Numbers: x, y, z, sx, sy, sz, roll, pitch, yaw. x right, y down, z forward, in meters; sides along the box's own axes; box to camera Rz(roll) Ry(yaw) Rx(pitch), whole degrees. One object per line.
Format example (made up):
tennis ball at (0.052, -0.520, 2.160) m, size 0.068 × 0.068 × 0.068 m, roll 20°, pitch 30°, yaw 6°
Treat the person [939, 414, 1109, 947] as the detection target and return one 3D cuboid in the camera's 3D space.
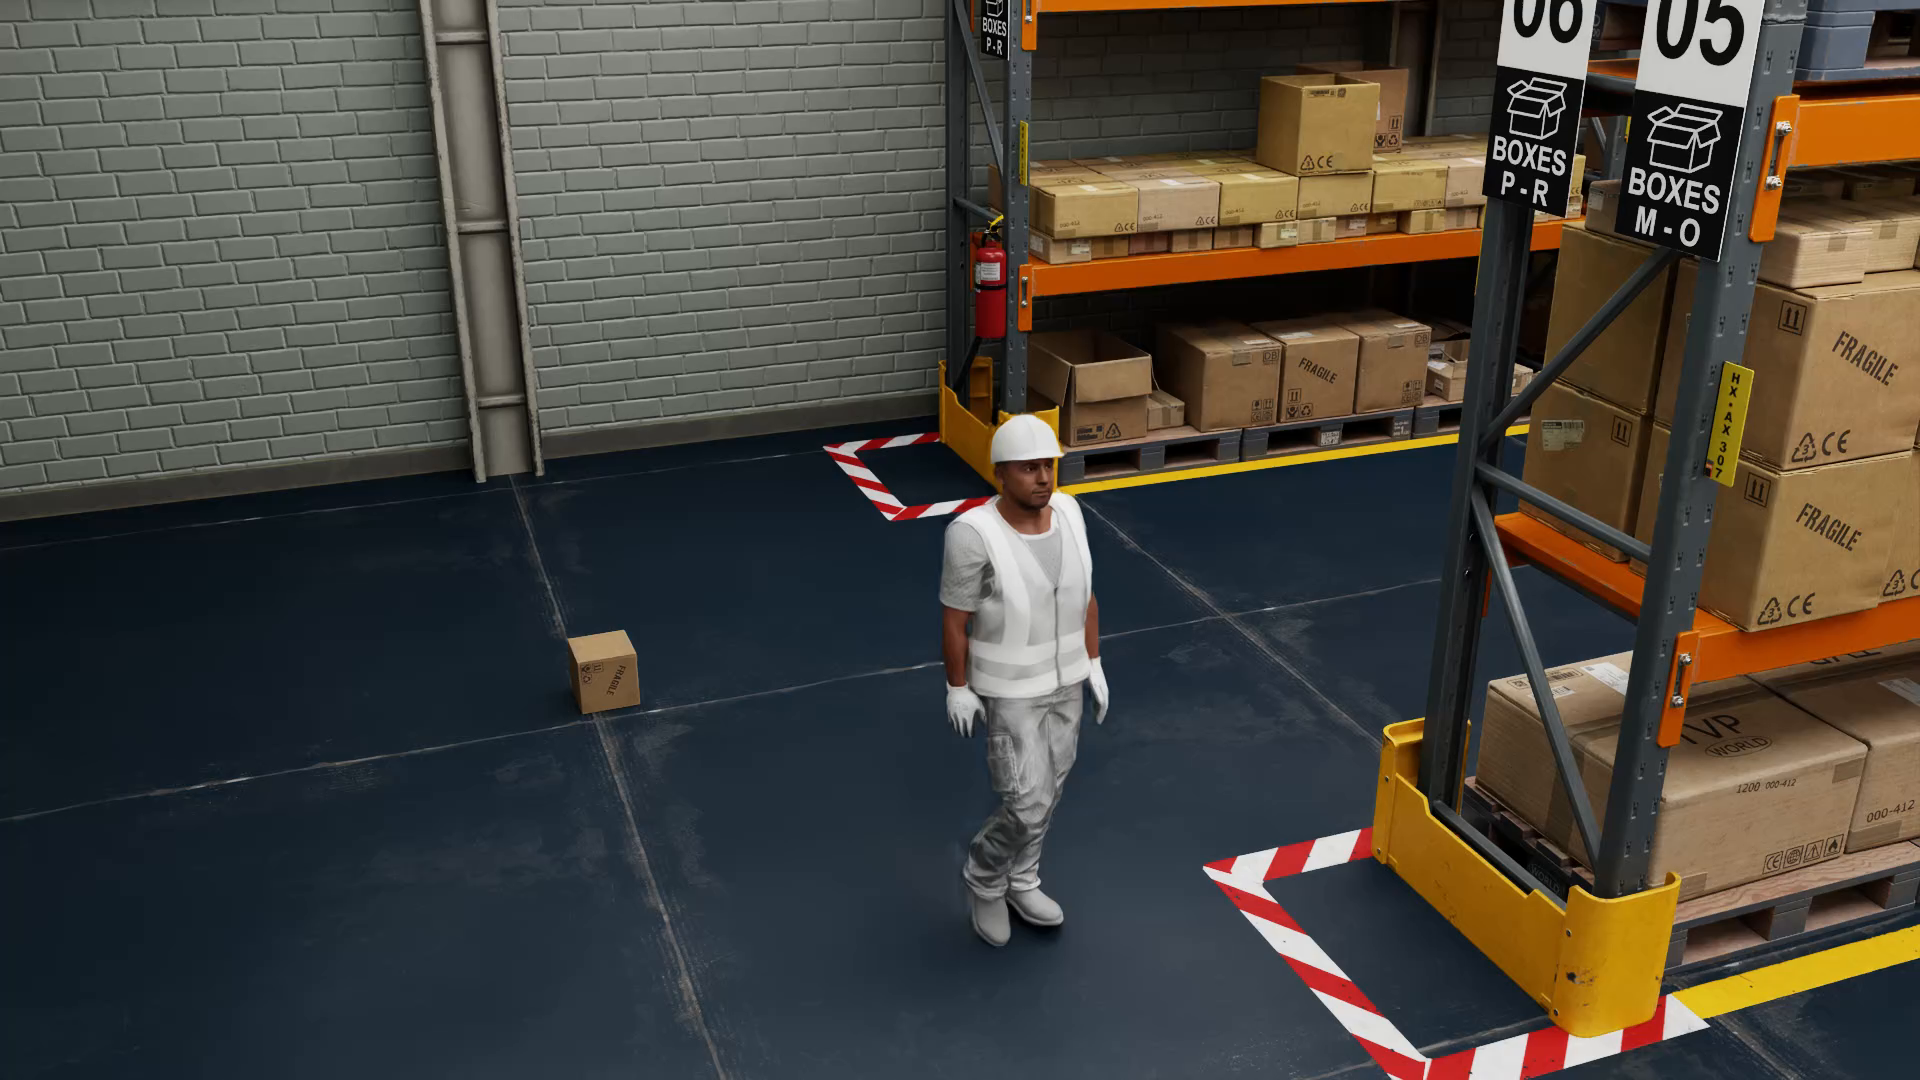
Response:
person at (0.247, 0.488, 5.355) m, size 0.544 × 1.814 × 0.454 m, roll -17°, pitch 28°, yaw -35°
